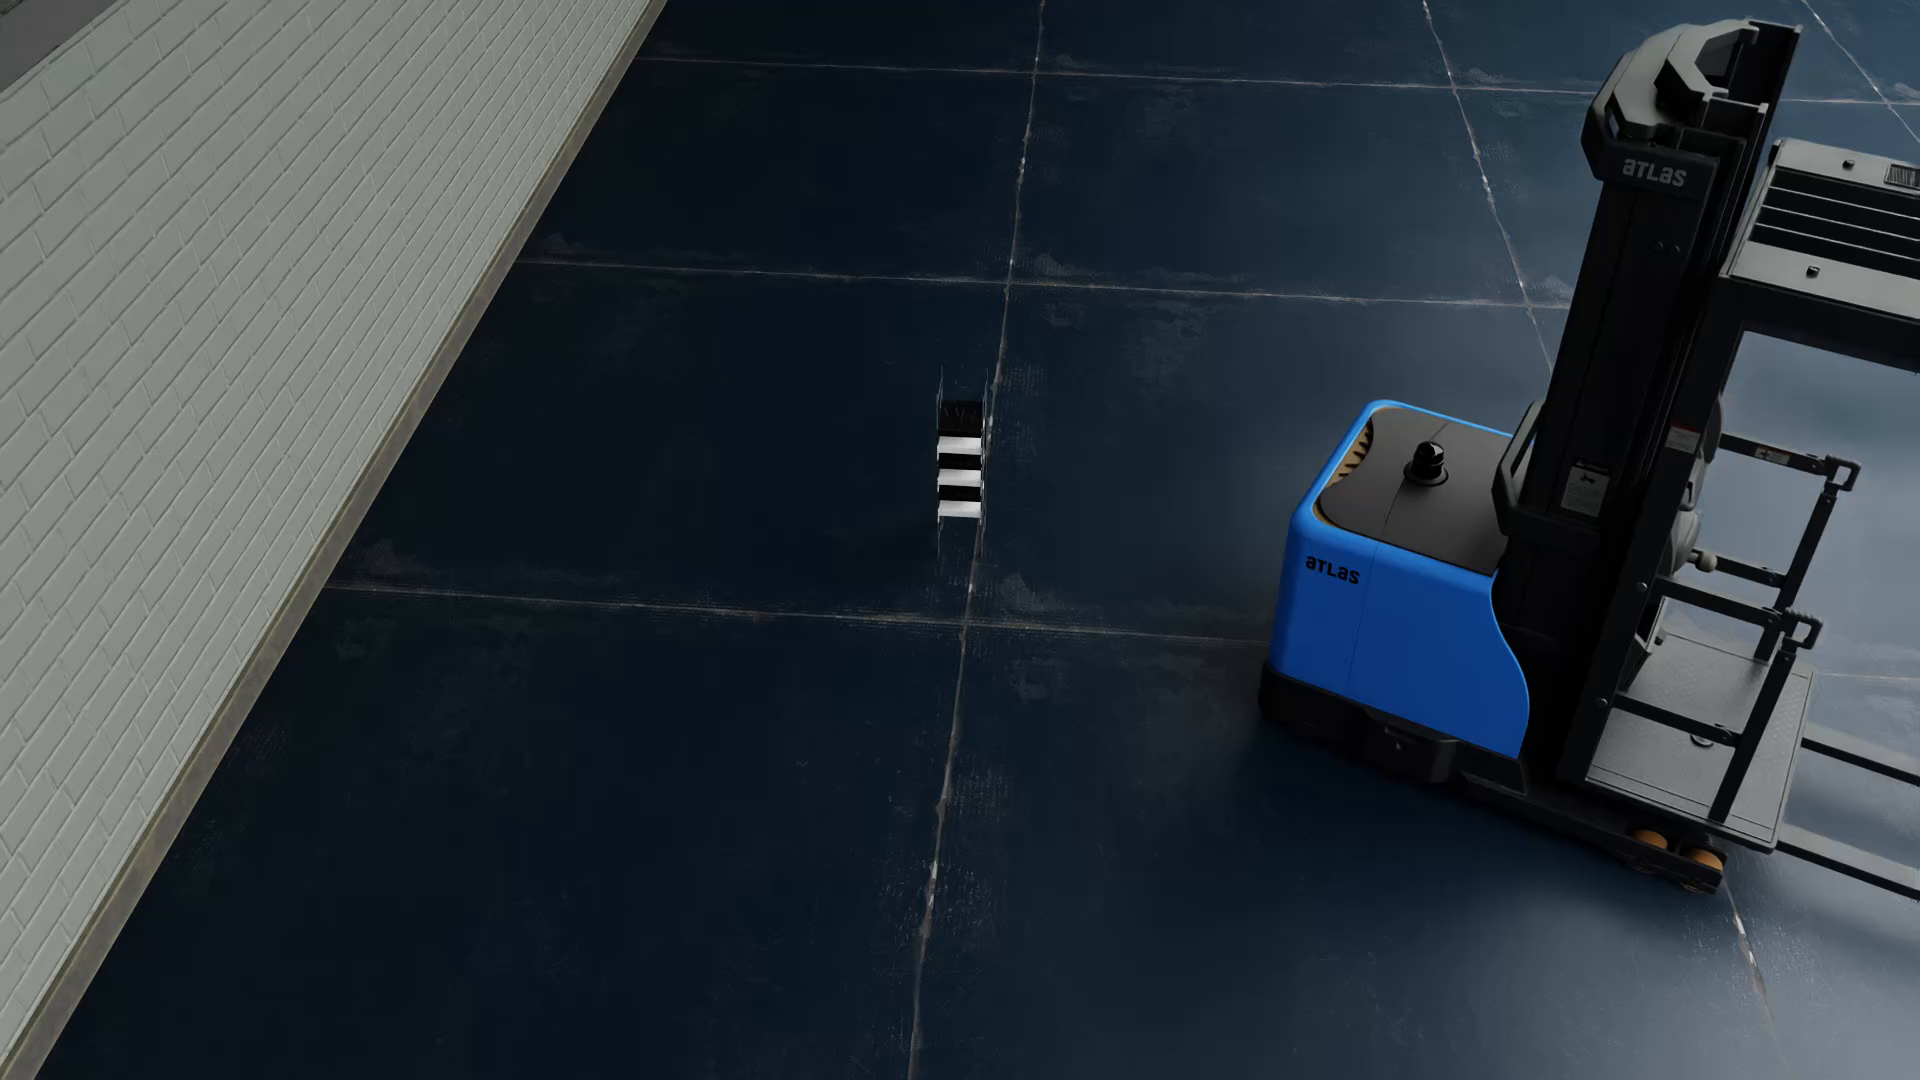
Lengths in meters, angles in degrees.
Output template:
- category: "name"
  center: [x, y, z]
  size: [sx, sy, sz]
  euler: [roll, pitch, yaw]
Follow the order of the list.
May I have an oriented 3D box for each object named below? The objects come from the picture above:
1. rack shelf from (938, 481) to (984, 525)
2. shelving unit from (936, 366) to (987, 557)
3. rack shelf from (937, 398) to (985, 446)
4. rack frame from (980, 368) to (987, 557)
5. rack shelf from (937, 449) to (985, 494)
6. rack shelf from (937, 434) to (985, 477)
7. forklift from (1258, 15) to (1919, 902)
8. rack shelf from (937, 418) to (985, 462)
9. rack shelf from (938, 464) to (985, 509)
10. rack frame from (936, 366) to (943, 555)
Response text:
- category: "rack shelf"
  center: [0.008, -0.183, 7.771]
  size: [0.200, 0.077, 0.258]
  euler: [3, 39, 4]
- category: "shelving unit"
  center: [0.008, -0.349, 7.636]
  size: [0.210, 0.900, 0.258]
  euler: [3, 39, 4]
- category: "rack shelf"
  center: [0.008, -0.532, 7.486]
  size: [0.200, 0.077, 0.258]
  euler: [3, 39, 4]
- category: "rack frame"
  center: [0.109, -0.343, 7.629]
  size: [0.006, 0.900, 0.240]
  euler: [3, 39, 4]
- category: "rack shelf"
  center: [0.008, -0.323, 7.657]
  size: [0.200, 0.077, 0.258]
  euler: [3, 39, 4]
- category: "rack shelf"
  center: [0.008, -0.393, 7.600]
  size: [0.200, 0.077, 0.258]
  euler: [3, 39, 4]
- category: "forklift"
  center: [2.787, -0.191, 5.833]
  size: [3.031, 2.935, 1.130]
  euler: [20, 43, 22]
- category: "rack shelf"
  center: [0.008, -0.462, 7.543]
  size: [0.200, 0.077, 0.258]
  euler: [3, 39, 4]
- category: "rack shelf"
  center: [0.008, -0.253, 7.714]
  size: [0.200, 0.077, 0.258]
  euler: [3, 39, 4]
- category: "rack frame"
  center: [-0.093, -0.354, 7.643]
  size: [0.006, 0.900, 0.240]
  euler: [3, 39, 4]
